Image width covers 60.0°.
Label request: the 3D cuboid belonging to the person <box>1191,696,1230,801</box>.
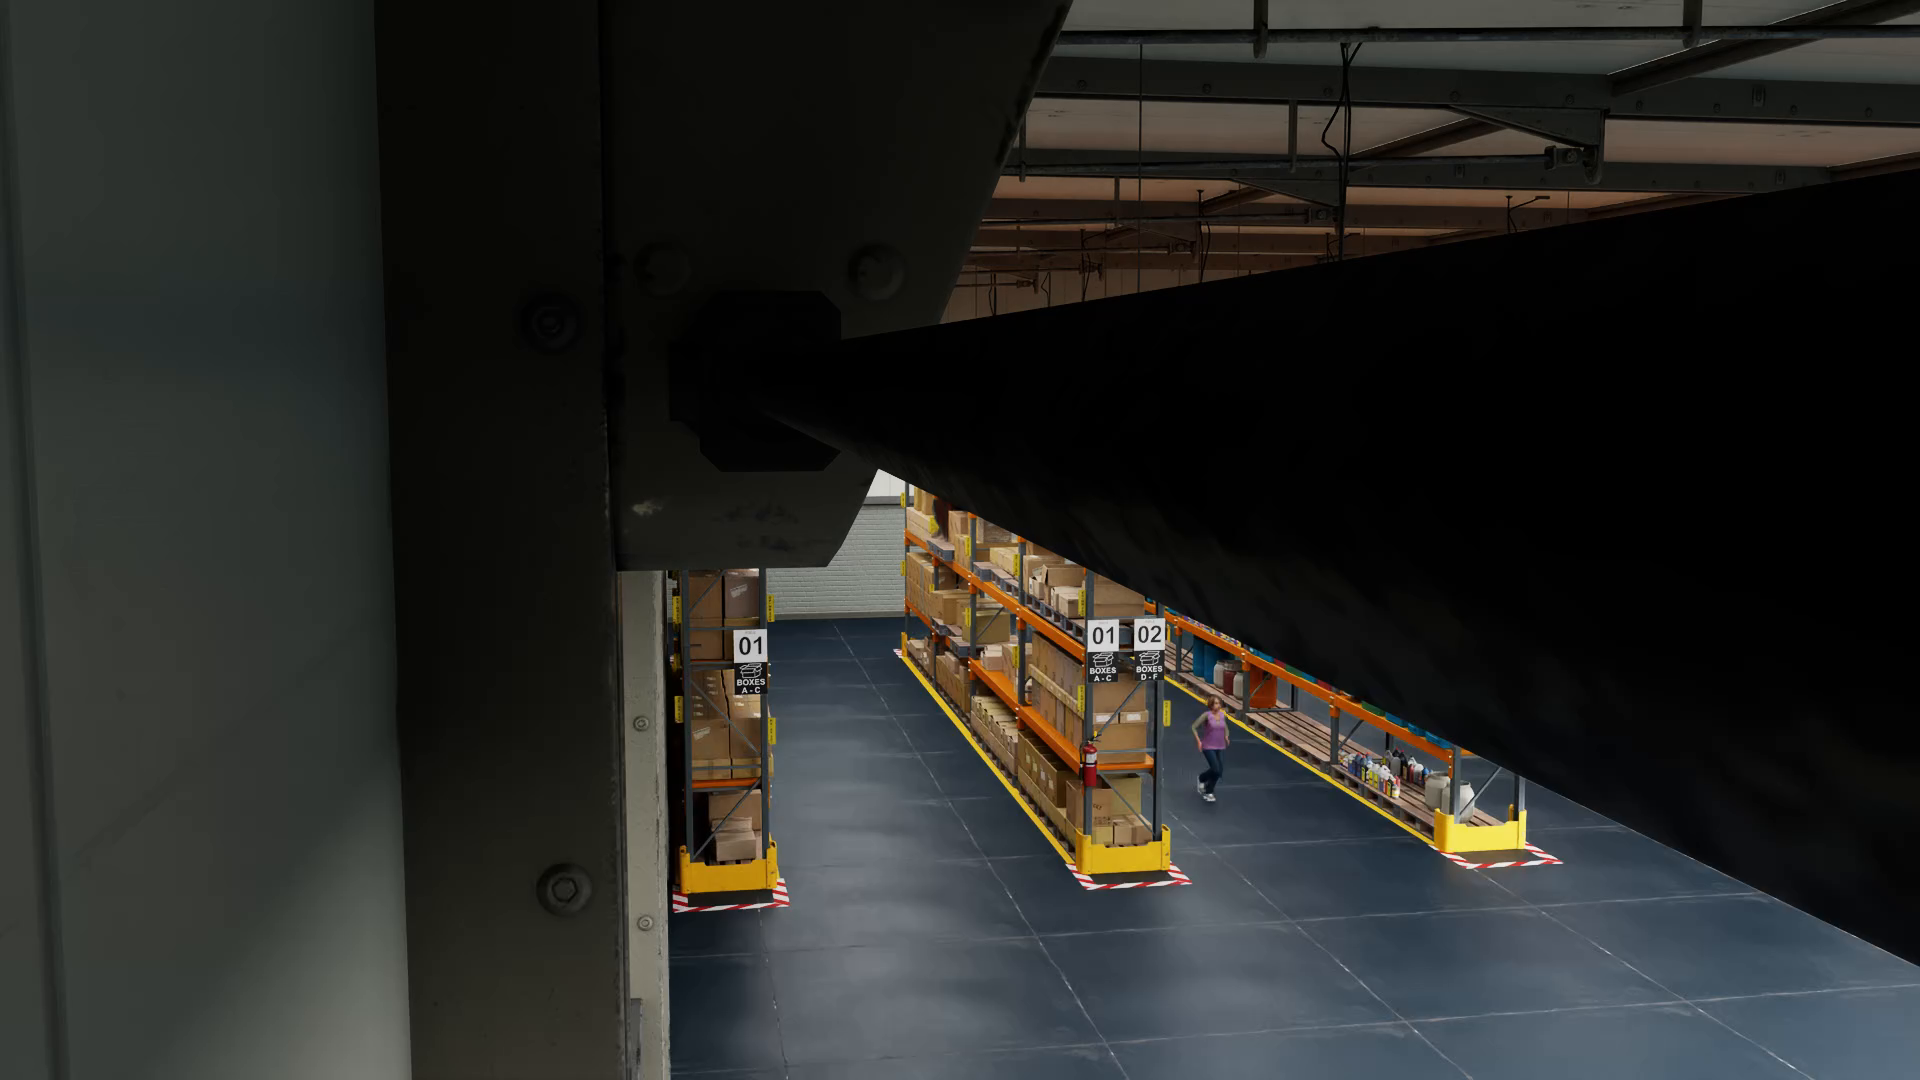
[{"bbox_3d":[3.711,3.056,24.220,0.537,1.540,0.537,-3,7,-26],"label":"person"}]

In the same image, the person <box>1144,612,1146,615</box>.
[{"bbox_3d":[3.997,1.437,38.479,0.701,1.684,0.697,1,6,5],"label":"person"}]

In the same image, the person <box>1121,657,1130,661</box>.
[{"bbox_3d":[2.835,2.246,30.883,0.613,1.770,0.934,-2,6,-17],"label":"person"}]
